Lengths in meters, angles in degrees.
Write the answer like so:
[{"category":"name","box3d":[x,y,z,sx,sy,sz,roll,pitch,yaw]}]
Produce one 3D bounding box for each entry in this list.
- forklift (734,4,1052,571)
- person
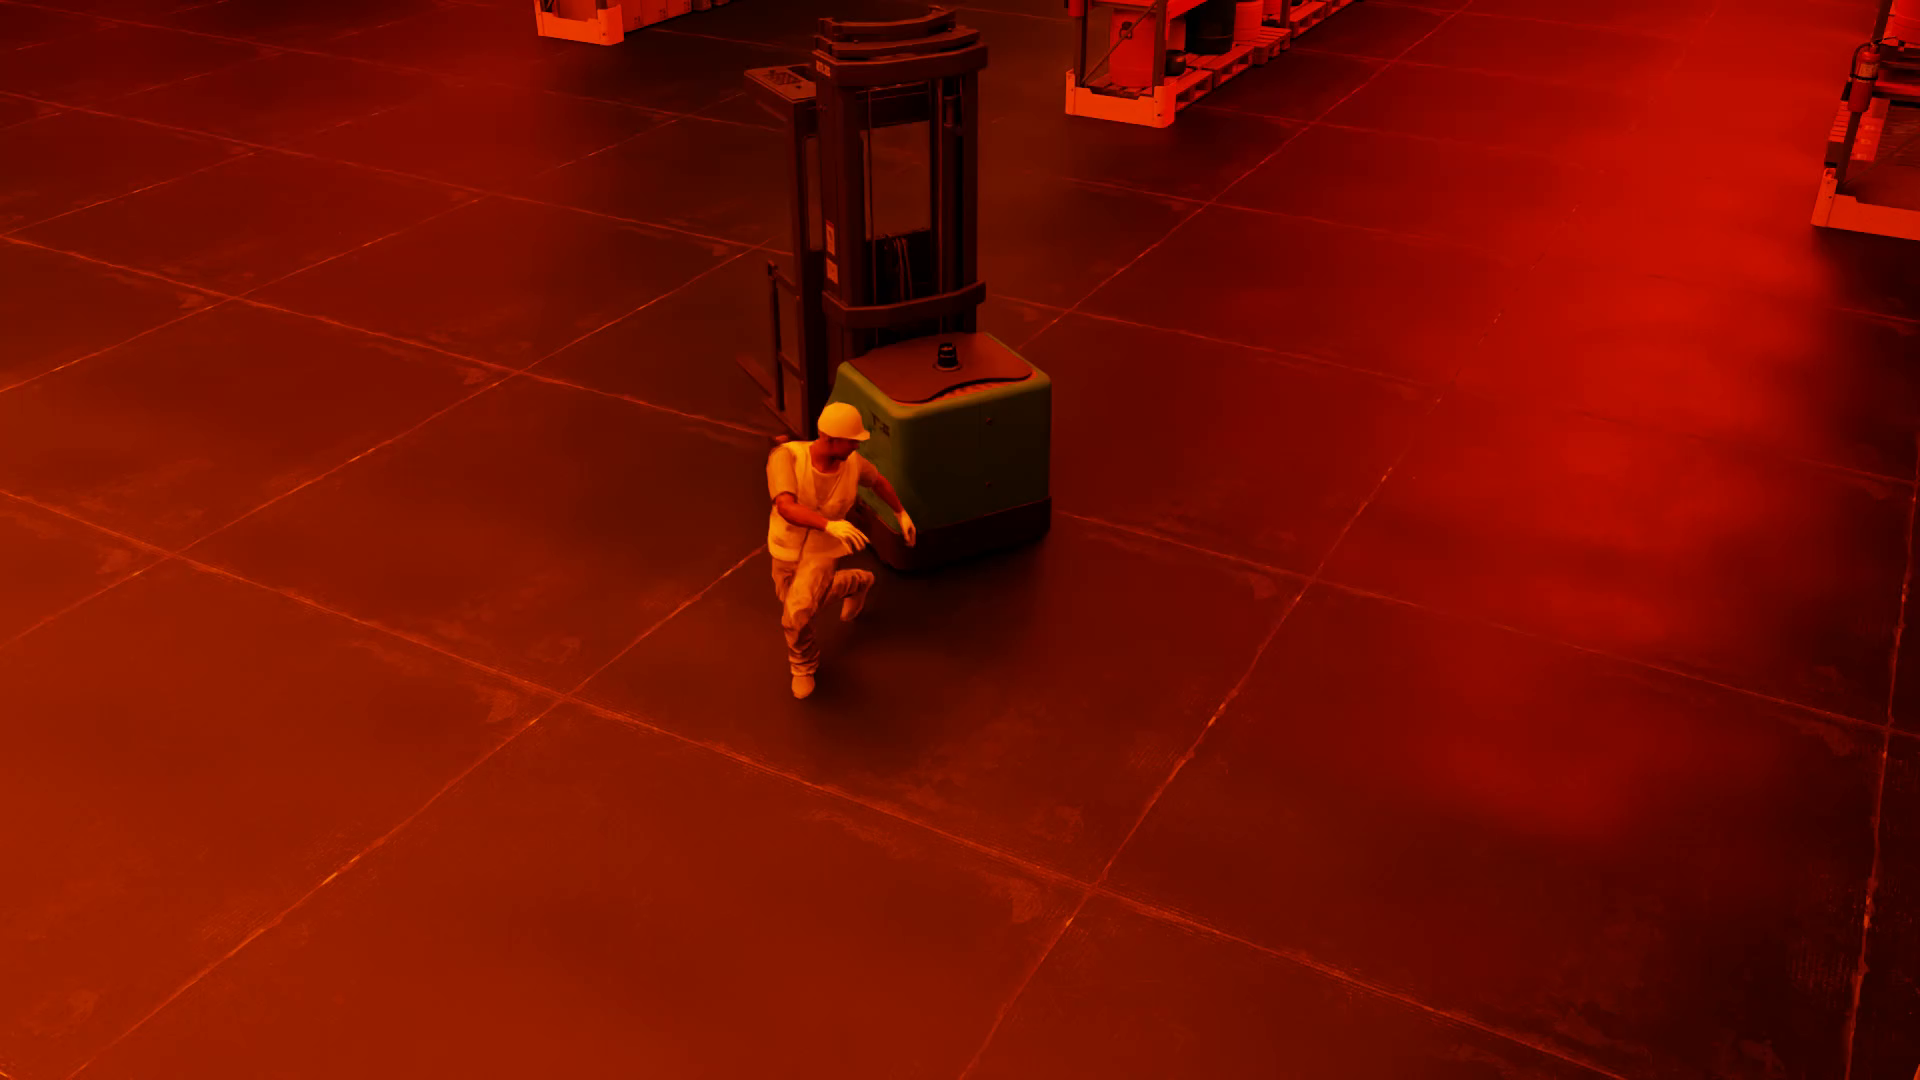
[{"category":"forklift","box3d":[-0.597,-1.801,10.191,1.130,2.935,3.031,-15,33,-24]},{"category":"person","box3d":[-0.640,-0.012,8.557,0.698,1.543,0.913,6,31,11]}]
